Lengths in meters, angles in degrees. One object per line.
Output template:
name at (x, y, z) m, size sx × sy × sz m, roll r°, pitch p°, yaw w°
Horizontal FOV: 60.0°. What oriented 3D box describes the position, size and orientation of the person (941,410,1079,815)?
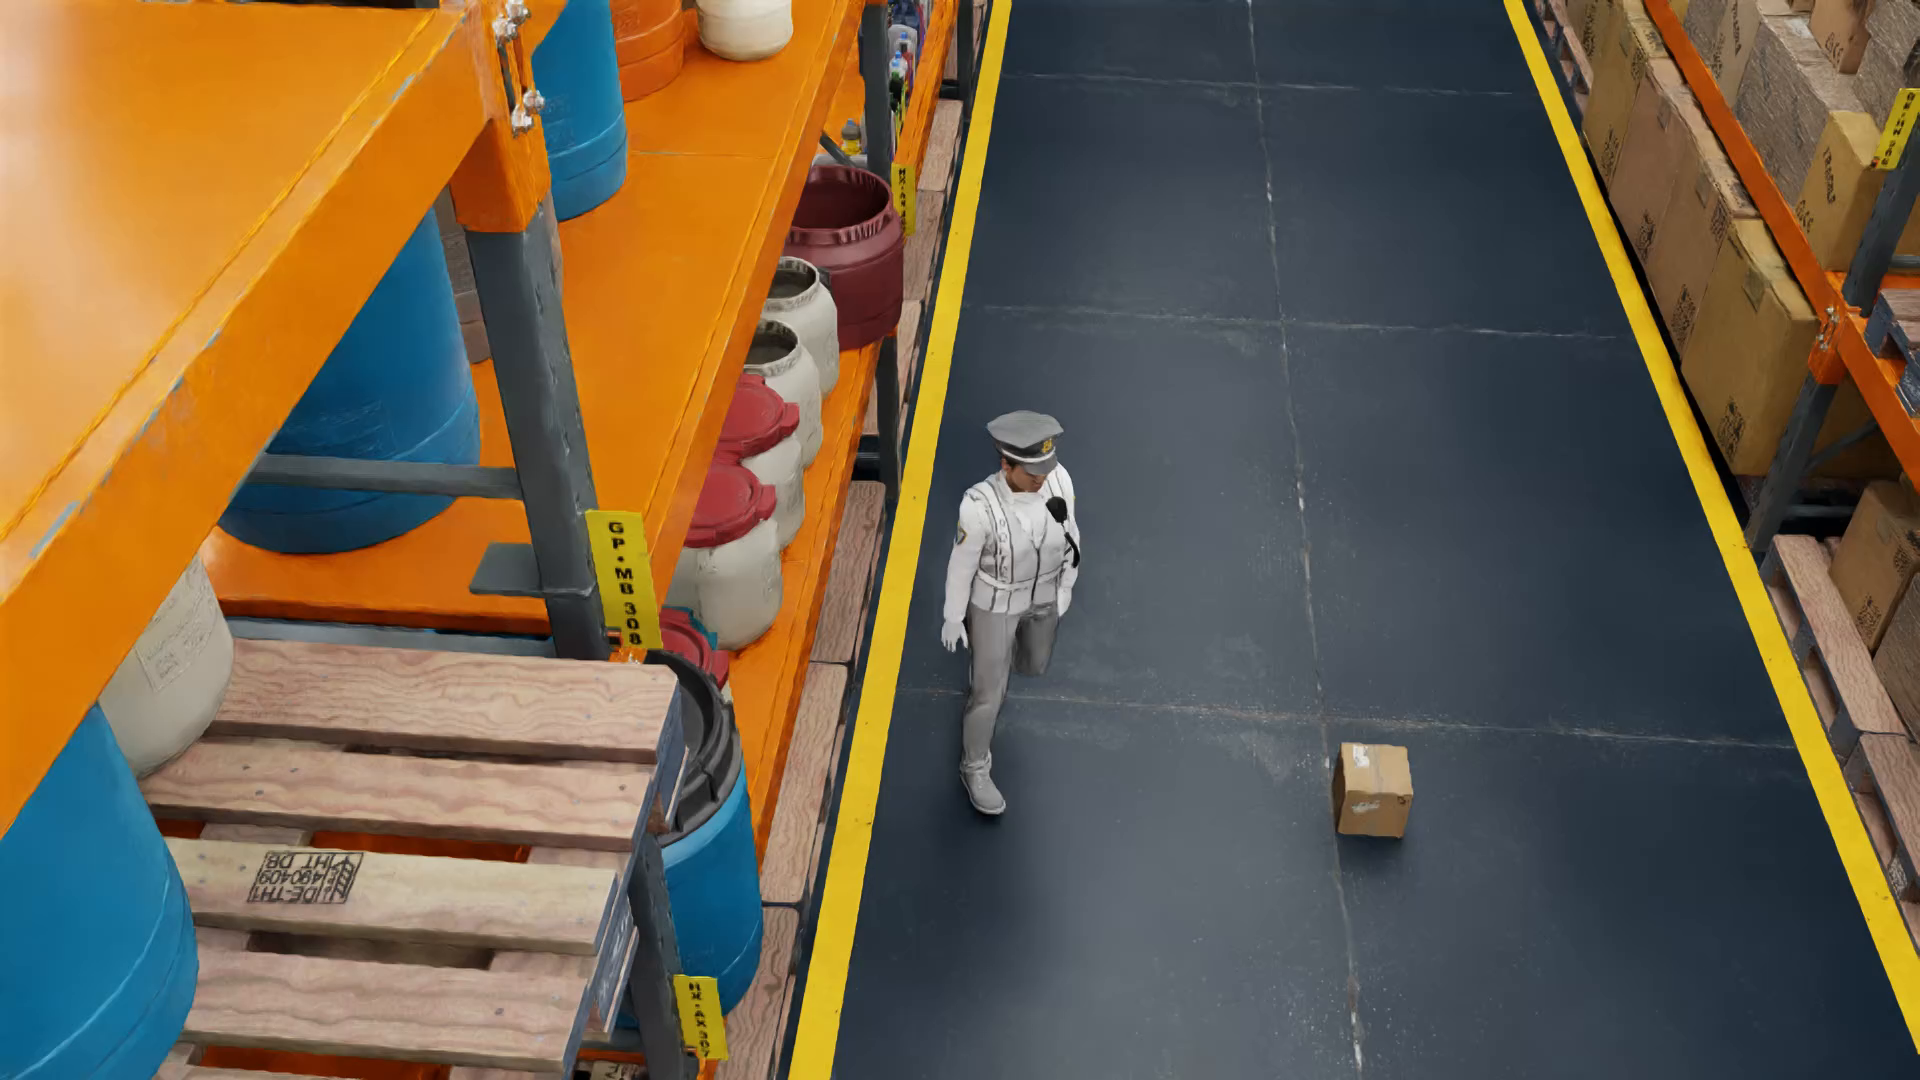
person at (0.122, 0.189, 6.228) m, size 0.595 × 1.637 × 0.684 m, roll -29°, pitch 48°, yaw -30°
